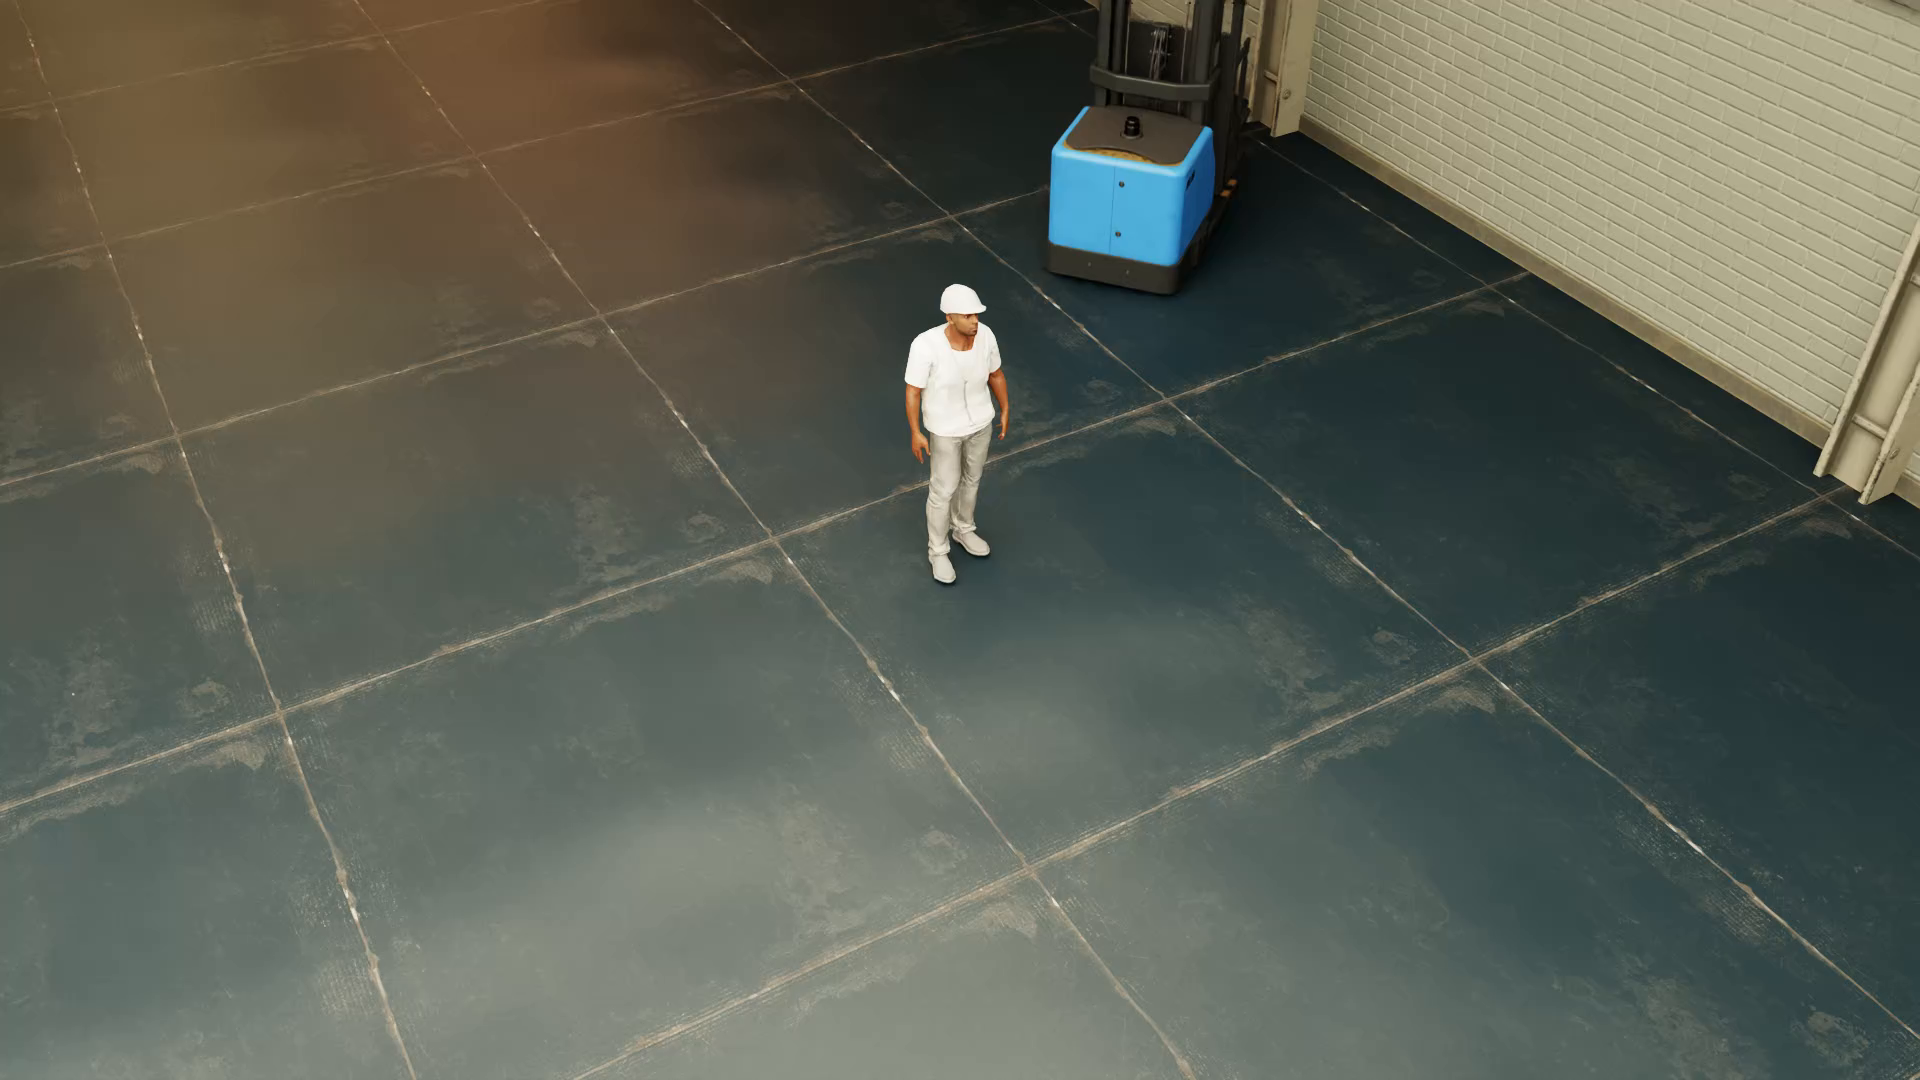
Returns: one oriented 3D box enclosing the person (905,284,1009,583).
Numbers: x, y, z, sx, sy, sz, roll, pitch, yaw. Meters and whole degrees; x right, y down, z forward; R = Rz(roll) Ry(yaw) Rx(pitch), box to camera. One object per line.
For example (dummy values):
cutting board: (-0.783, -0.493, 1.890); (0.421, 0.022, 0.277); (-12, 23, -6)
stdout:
person: (0.027, -0.643, 9.713); (0.657, 1.768, 0.575); (-20, 44, -23)

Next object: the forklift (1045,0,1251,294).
forklift: (1.667, -3.909, 12.749); (1.130, 2.935, 3.031); (14, 42, 16)
